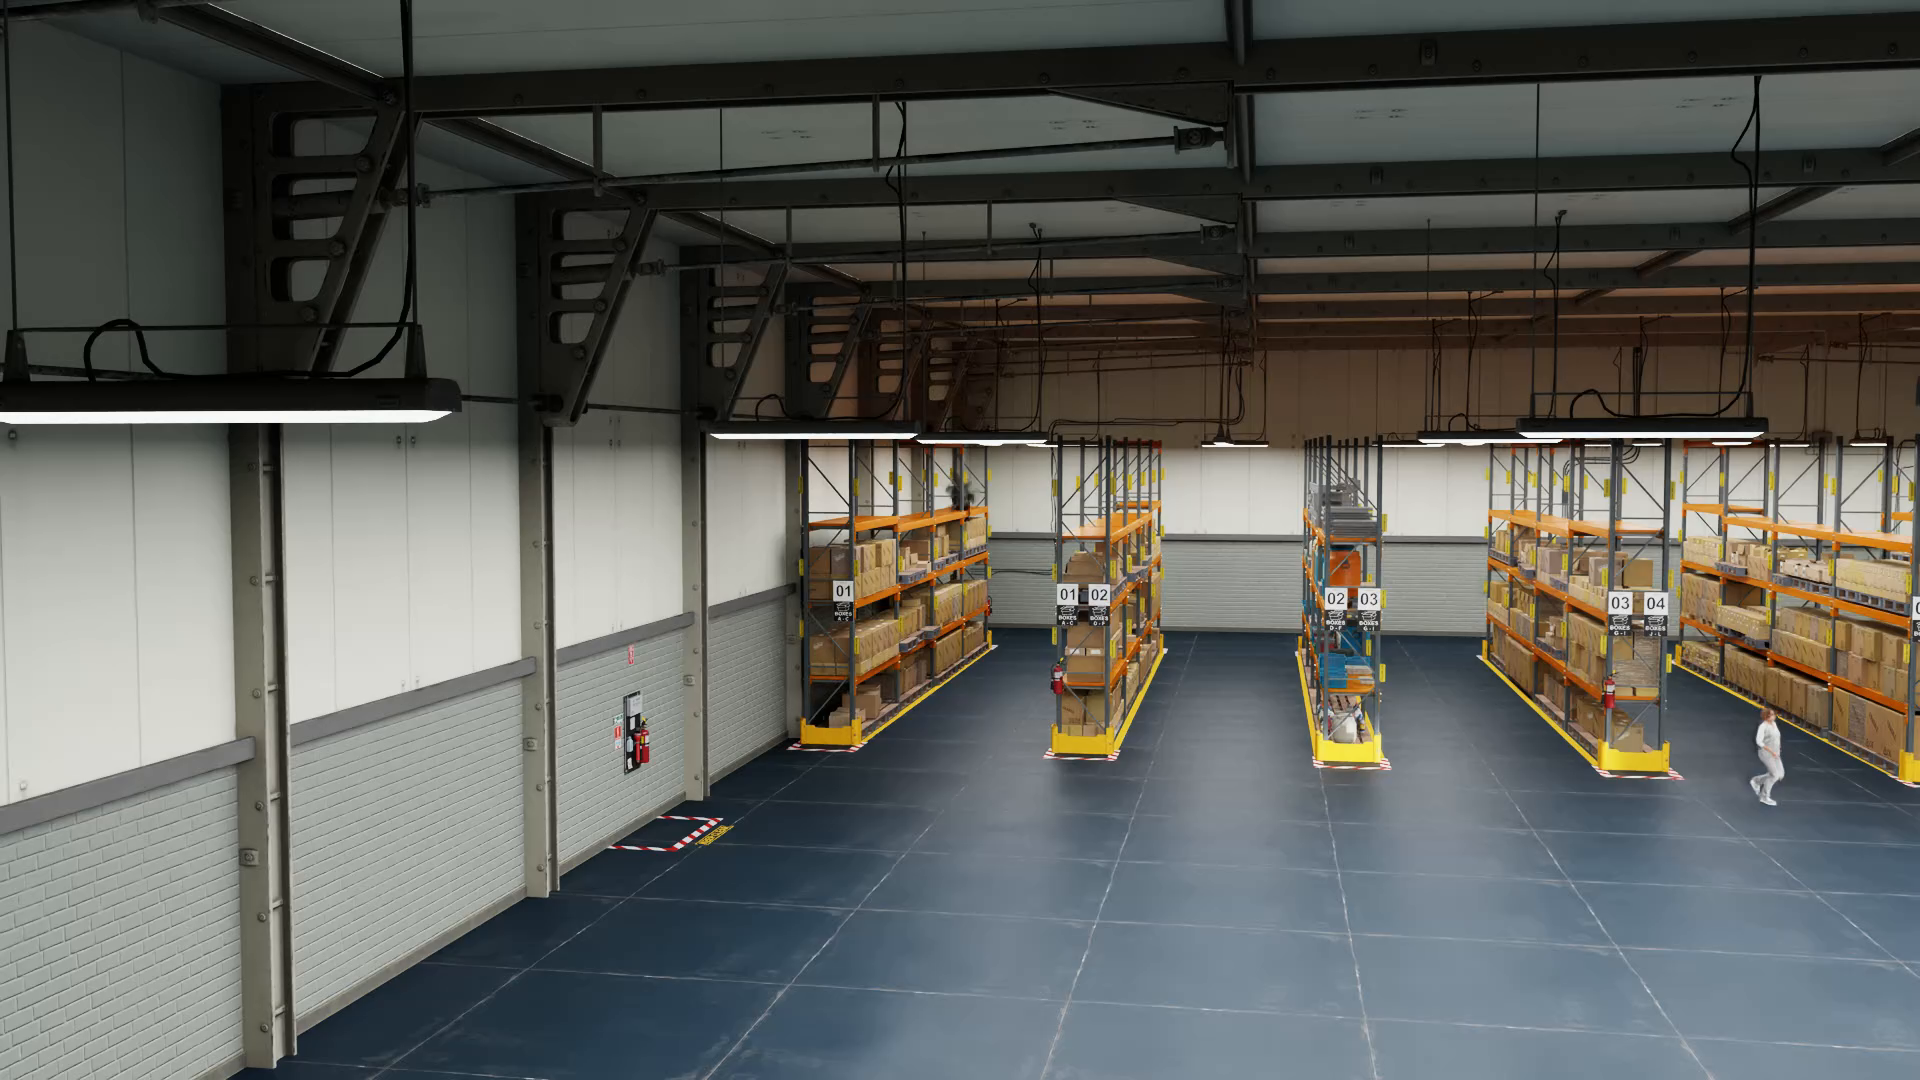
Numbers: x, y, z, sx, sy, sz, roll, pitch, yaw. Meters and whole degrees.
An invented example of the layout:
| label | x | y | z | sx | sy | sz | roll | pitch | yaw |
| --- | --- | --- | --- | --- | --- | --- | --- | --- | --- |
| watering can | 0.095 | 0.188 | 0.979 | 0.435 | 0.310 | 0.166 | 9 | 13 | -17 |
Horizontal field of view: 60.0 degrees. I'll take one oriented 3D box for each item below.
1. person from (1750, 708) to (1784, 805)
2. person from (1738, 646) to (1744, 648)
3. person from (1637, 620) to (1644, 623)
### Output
| label | x | y | z | sx | sy | sz | roll | pitch | yaw |
| --- | --- | --- | --- | --- | --- | --- | --- | --- | --- |
| person | 13.068 | 3.493 | 26.942 | 0.541 | 1.566 | 0.496 | -3 | 4 | -41 |
| person | 21.592 | 2.344 | 45.591 | 0.887 | 1.785 | 0.688 | 1 | 3 | 11 |
| person | 17.952 | 2.401 | 44.495 | 0.778 | 1.757 | 1.002 | 2 | 4 | 30 |
